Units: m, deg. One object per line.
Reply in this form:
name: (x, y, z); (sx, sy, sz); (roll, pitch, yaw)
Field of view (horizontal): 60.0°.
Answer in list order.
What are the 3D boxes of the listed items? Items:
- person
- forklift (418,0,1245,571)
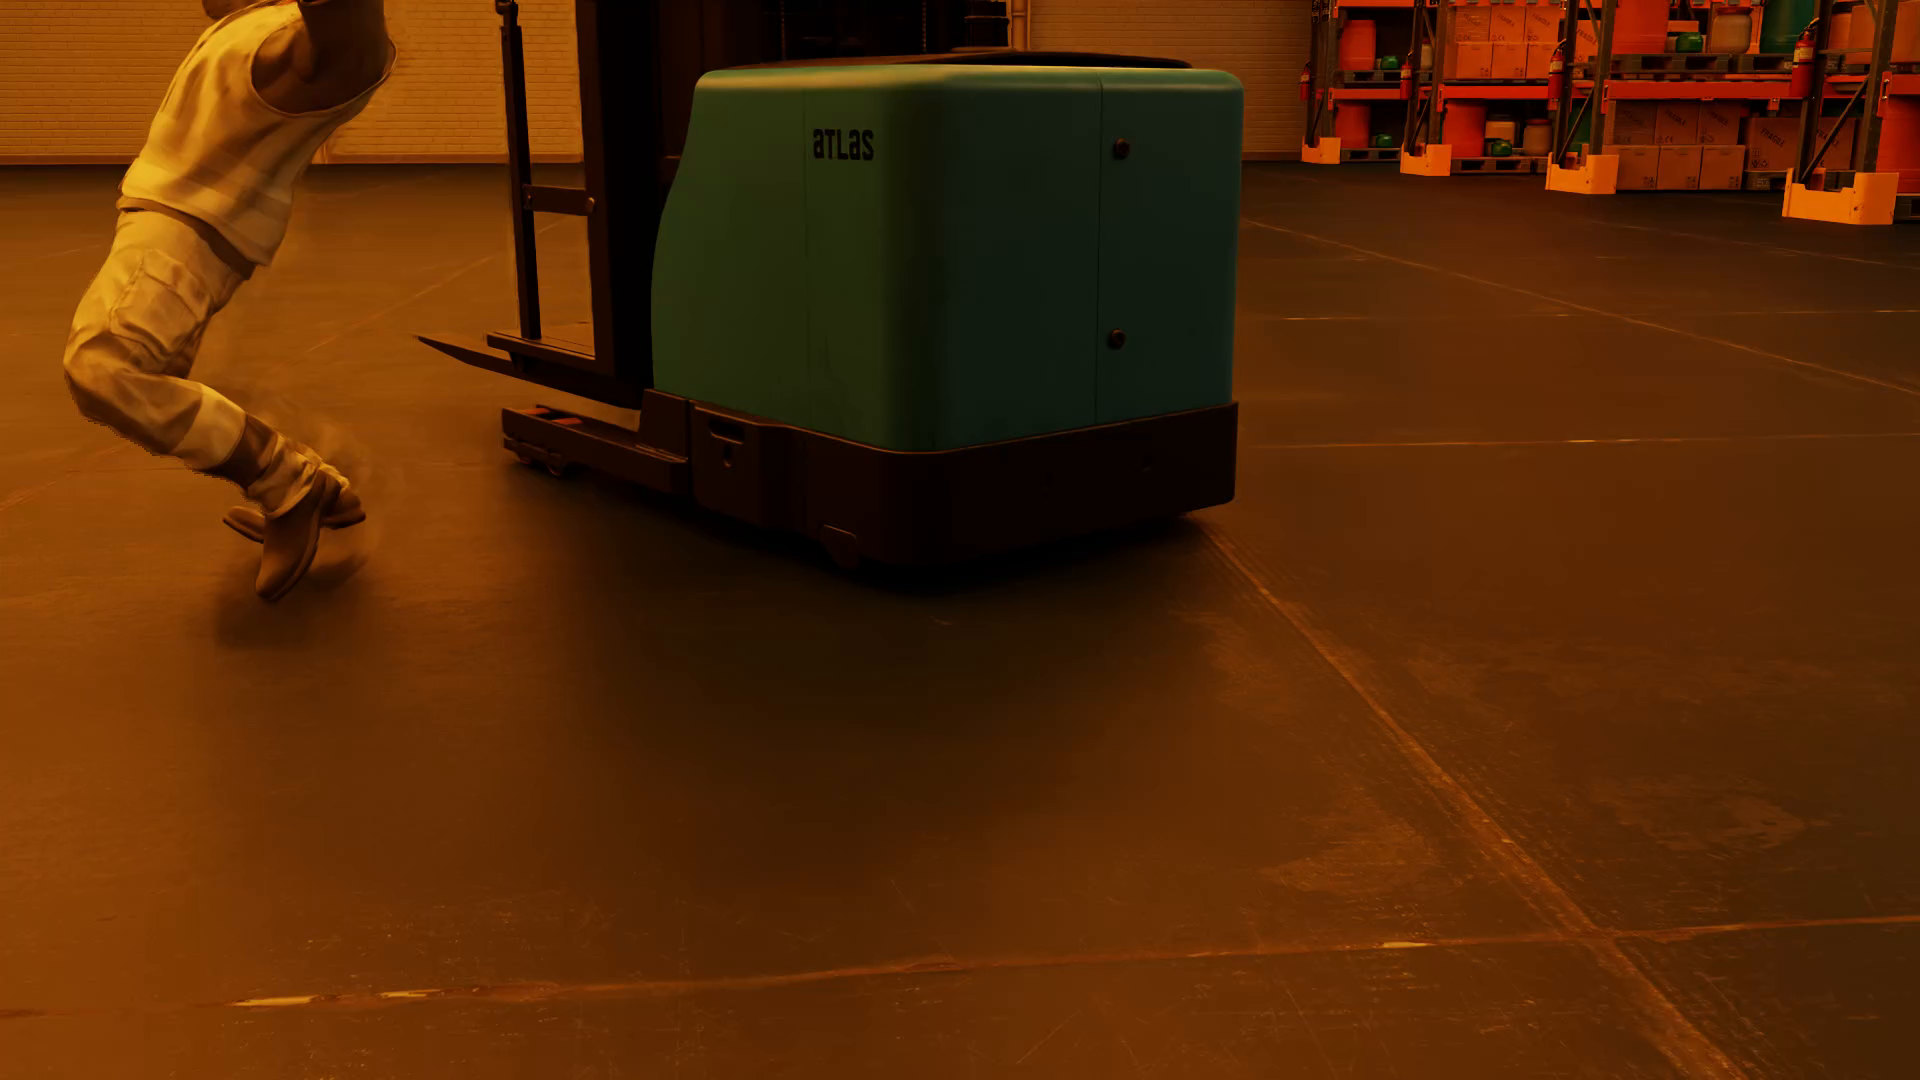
person: (-1.450, -0.708, 3.402); (0.772, 1.640, 0.987); (-8, 17, -29)
forklift: (-0.654, -1.664, 4.499); (1.130, 2.935, 3.031); (-12, 19, -38)
